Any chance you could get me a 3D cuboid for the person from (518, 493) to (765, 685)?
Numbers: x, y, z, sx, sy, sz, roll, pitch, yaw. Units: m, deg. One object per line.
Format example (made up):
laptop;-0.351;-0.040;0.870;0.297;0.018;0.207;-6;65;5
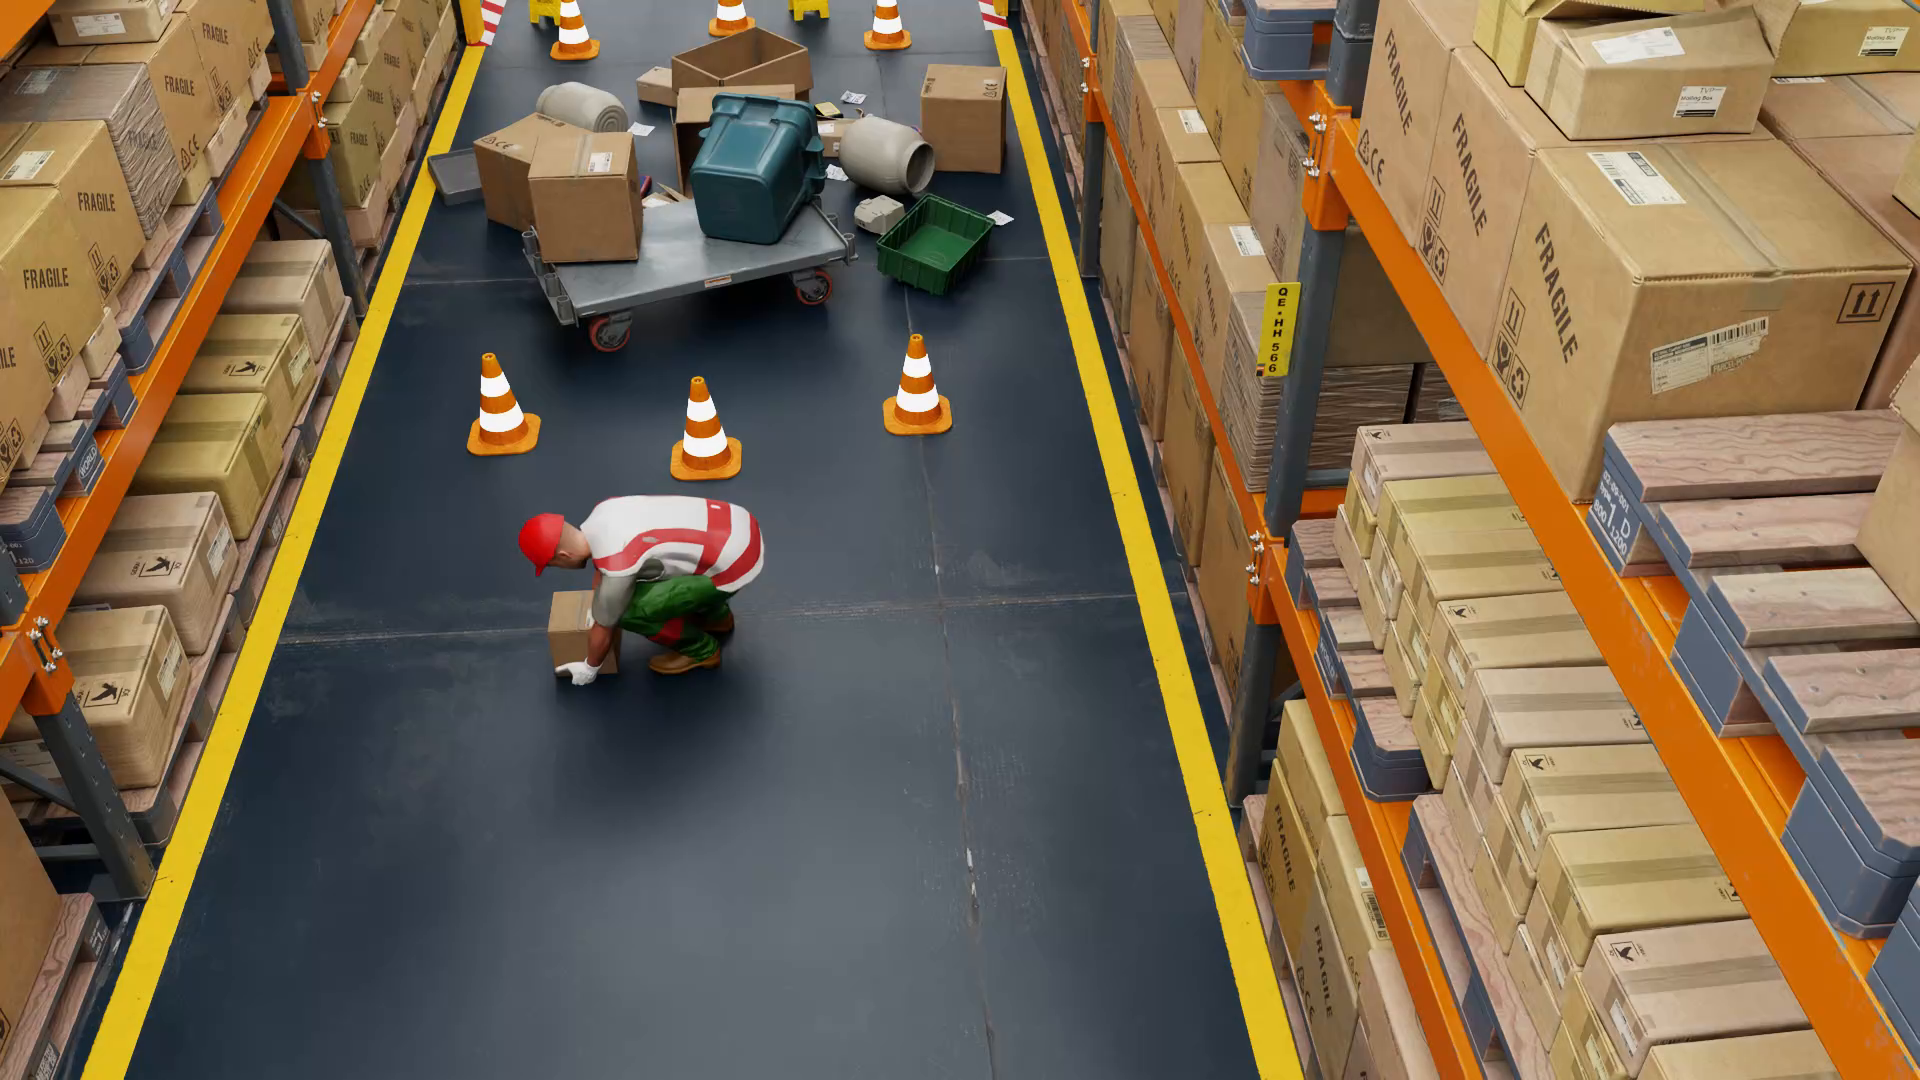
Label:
person;-1.260;0.177;6.754;0.950;0.798;0.531;-4;39;-5
